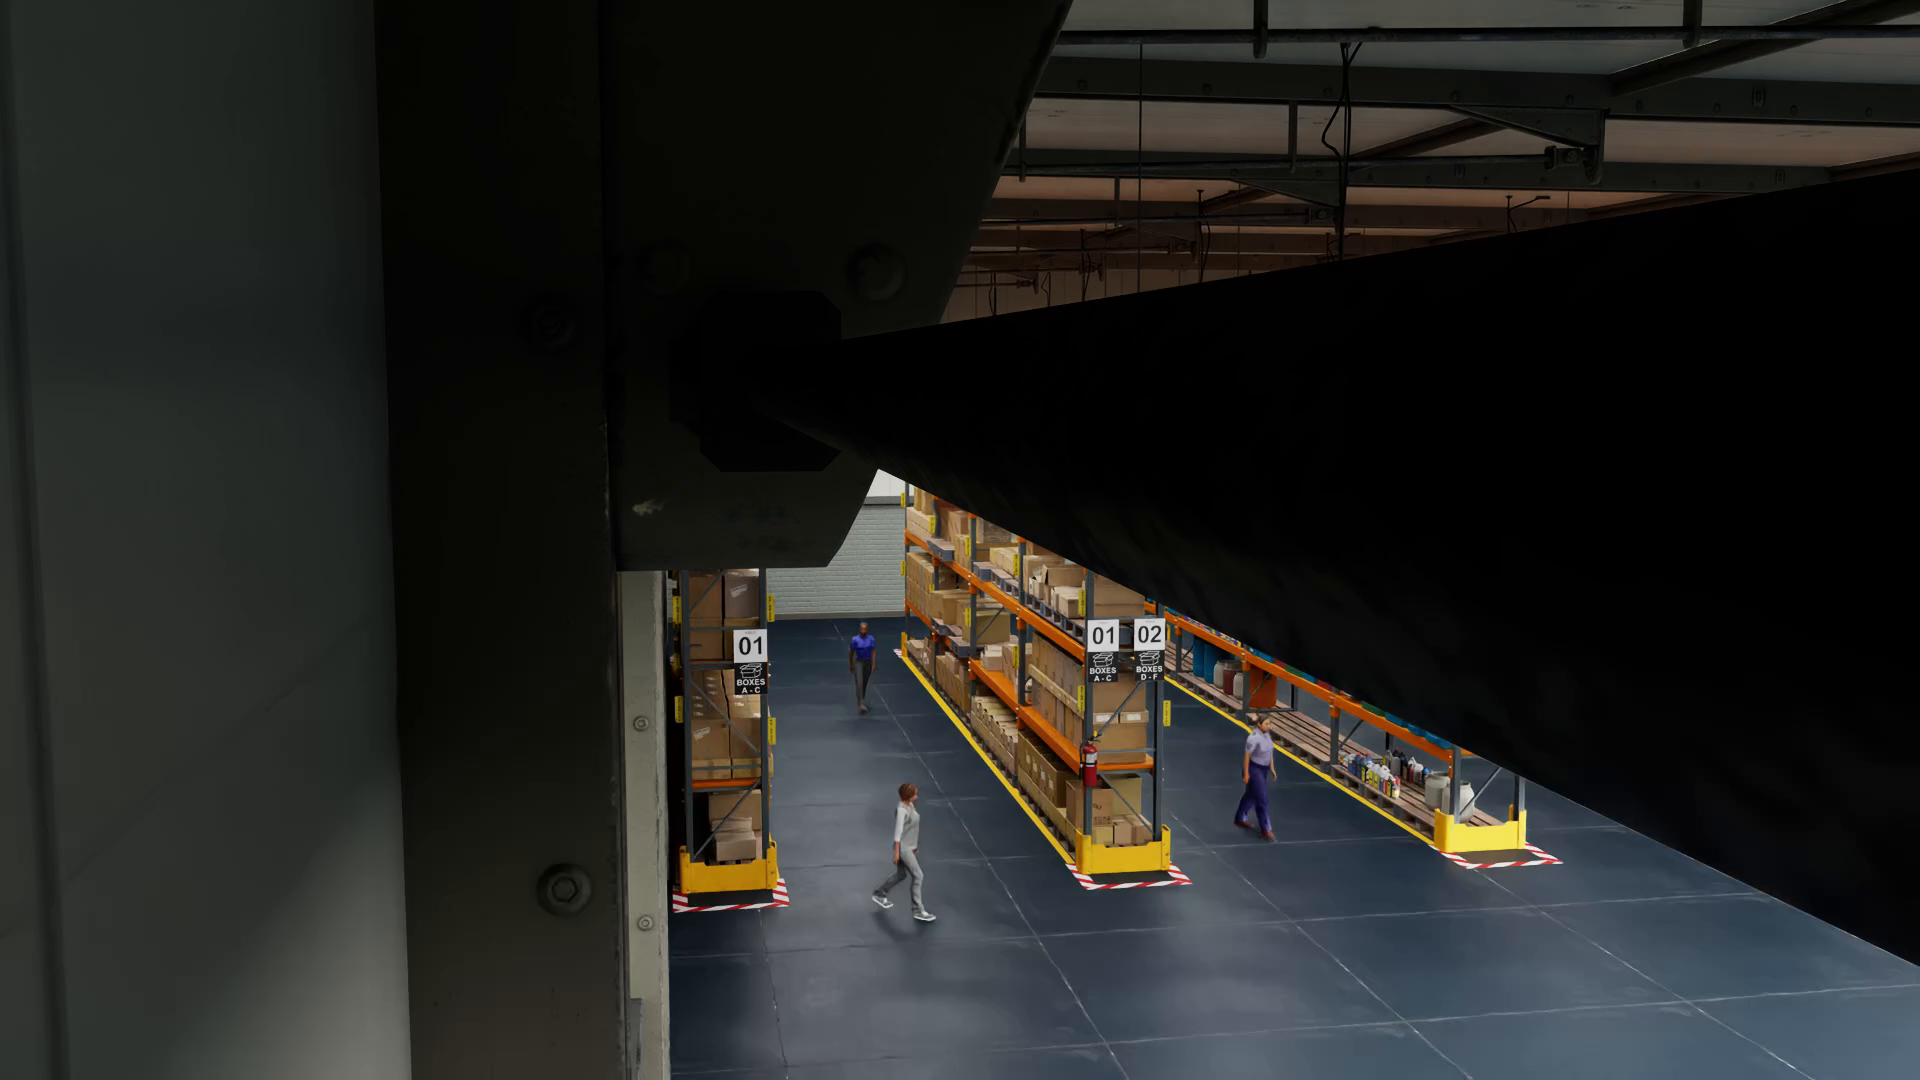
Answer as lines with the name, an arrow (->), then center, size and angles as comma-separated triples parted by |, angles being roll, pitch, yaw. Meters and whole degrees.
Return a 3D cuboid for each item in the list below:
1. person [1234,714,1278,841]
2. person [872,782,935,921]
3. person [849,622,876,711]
person -> 4.058, 3.194, 22.621 | 0.758, 1.673, 0.532 | 4, 7, 31
person -> -0.658, 3.562, 19.208 | 0.792, 1.564, 0.428 | 1, 6, 8
person -> -1.775, 2.319, 30.779 | 0.470, 1.605, 0.968 | -3, 7, -25
